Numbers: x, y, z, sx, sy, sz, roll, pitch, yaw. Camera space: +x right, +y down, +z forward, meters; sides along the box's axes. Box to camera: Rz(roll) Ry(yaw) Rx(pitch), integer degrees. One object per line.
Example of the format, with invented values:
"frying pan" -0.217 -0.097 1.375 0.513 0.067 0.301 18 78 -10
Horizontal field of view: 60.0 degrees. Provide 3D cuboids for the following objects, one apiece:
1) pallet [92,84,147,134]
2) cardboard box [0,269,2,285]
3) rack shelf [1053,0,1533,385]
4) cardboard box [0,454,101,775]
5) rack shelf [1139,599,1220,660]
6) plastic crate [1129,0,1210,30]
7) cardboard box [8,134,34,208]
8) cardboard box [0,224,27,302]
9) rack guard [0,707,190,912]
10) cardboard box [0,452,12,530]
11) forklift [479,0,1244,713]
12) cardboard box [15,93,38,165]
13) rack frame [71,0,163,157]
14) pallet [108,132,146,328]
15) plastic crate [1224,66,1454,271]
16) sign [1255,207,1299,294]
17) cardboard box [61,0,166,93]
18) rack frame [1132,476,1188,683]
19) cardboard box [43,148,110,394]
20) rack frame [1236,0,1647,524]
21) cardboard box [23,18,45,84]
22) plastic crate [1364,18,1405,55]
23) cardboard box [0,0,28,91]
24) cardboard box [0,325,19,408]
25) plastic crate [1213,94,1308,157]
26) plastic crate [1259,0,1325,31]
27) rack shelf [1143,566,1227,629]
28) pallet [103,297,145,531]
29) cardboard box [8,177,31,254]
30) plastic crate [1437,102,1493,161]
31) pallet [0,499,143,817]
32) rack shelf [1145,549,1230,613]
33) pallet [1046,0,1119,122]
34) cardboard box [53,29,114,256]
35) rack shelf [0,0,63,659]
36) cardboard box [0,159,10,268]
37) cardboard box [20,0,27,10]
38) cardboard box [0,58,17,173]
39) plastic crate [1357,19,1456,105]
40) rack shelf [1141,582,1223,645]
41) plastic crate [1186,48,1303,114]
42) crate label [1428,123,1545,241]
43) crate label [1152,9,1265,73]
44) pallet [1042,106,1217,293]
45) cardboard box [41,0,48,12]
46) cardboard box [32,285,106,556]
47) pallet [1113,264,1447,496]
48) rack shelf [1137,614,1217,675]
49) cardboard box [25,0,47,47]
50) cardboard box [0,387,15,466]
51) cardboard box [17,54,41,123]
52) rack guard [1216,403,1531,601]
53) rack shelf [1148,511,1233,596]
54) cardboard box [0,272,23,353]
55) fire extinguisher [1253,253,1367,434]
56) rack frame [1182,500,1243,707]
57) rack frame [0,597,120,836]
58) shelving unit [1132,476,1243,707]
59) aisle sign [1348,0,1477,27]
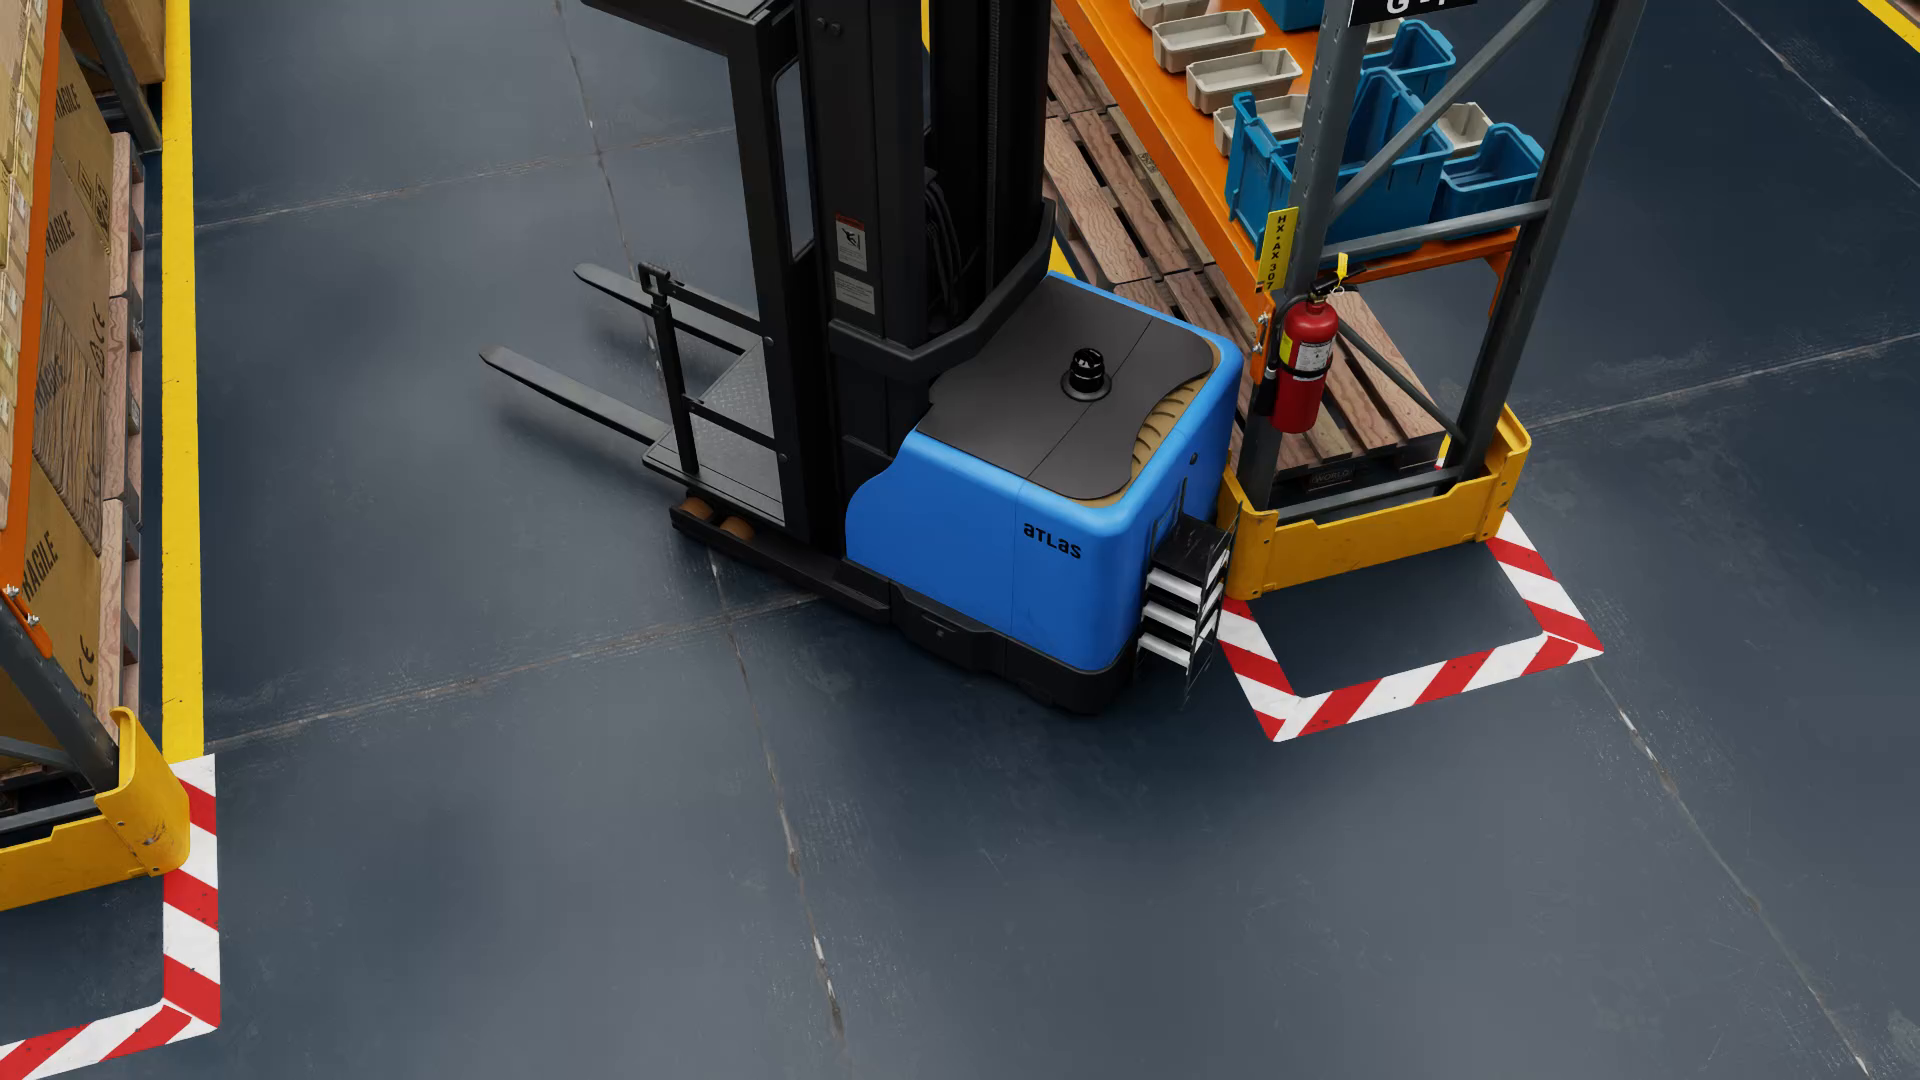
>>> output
"pallet" -4.697 -2.443 8.461 1.003 0.211 1.213 -13 51 -11
"cardboard box" -3.258 -0.711 5.081 0.500 0.250 0.500 -14 51 -11
"rack shelf" 0.926 -2.223 6.922 1.077 0.370 4.000 -13 51 -11
"cardboard box" -3.480 0.226 5.502 0.875 0.875 0.875 -13 51 -11
"rack shelf" 0.781 0.276 5.880 0.200 0.077 0.258 25 54 20
"plastic crate" 0.820 -2.108 6.488 0.298 0.136 0.250 -13 51 -11
"cardboard box" -3.460 -1.250 5.796 0.380 0.149 0.250 -14 51 -12
"cardboard box" -3.310 -0.877 5.481 0.380 0.149 0.250 -14 51 -12
"rack guard" -3.207 0.949 5.412 1.175 0.500 0.348 -13 51 -11
"cardboard box" -3.004 -0.127 4.849 0.380 0.149 0.250 -13 51 -11
"forklift" -0.535 -1.193 5.628 3.031 2.935 1.130 25 54 20
"cardboard box" -3.539 -1.441 5.957 0.380 0.149 0.250 -13 51 -10
"rack frame" -4.397 -2.795 6.934 1.000 3.000 0.127 -13 51 -11
"pallet" -4.247 -1.323 7.517 1.003 0.211 1.213 -13 51 -11
"plastic crate" 1.240 -1.227 5.550 0.616 0.435 0.499 -13 51 -11
"sign" 0.997 -0.910 5.238 0.100 0.325 0.005 -13 51 -11
"cardboard box" -4.605 -2.709 7.976 1.225 0.875 0.875 -13 51 -11
"rack frame" 0.694 0.156 5.820 0.006 0.900 0.240 25 54 20
"cardboard box" -4.012 -1.088 6.610 0.875 0.875 0.875 -13 51 -11
"rack frame" 1.517 -0.994 5.415 1.000 3.000 0.127 -13 51 -11
"cardboard box" -3.689 -1.814 6.271 0.380 0.149 0.250 -12 51 -10
"plastic crate" 1.542 -1.931 6.339 0.250 0.136 0.298 -13 51 -11
"cardboard box" -3.709 -1.830 6.024 0.500 0.250 0.500 -12 51 -10
"cardboard box" -3.157 -0.501 5.164 0.380 0.149 0.250 -14 51 -12
"plastic crate" 1.103 -1.483 5.961 0.396 0.136 0.243 -13 51 -11
"plastic crate" 1.369 -2.175 6.482 0.416 0.233 0.300 -13 51 -11
"rack shelf" 0.781 0.160 5.742 0.200 0.077 0.258 25 54 20
"pallet" -3.883 -0.431 6.765 1.003 0.211 1.213 -13 51 -11
"cardboard box" -3.386 -1.065 5.640 0.380 0.149 0.250 -14 51 -11
"plastic crate" 1.743 -1.436 5.921 0.250 0.136 0.298 -13 51 -11
"pallet" -3.525 0.459 6.015 1.003 0.211 1.213 -13 51 -11
"rack shelf" 0.781 0.102 5.674 0.200 0.077 0.258 25 54 20
"pallet" 0.589 -2.488 8.499 1.003 0.211 1.213 -13 51 -11
"cardboard box" -4.278 -1.746 7.164 0.875 0.875 0.875 -13 51 -11
"rack shelf" -3.806 -1.103 5.978 1.077 0.370 4.000 -13 51 -11
"cardboard box" -3.403 -1.079 5.391 0.500 0.250 0.500 -15 51 -12
"cardboard box" -3.860 -2.202 6.338 0.500 0.250 0.500 -12 51 -10
"cardboard box" -3.563 -1.459 5.711 0.500 0.250 0.500 -14 51 -12
"plastic crate" 1.564 -1.695 6.077 0.416 0.233 0.300 -13 51 -11
"rack shelf" 0.781 0.218 5.811 0.200 0.077 0.258 25 54 20
"plastic crate" 1.031 -1.698 6.142 0.396 0.136 0.243 -13 51 -11
"crate label" 1.759 -1.214 5.671 0.416 0.233 0.303 -13 51 -11
"crate label" 0.926 -1.896 6.309 0.396 0.136 0.243 -13 51 -11
"pallet" 0.953 -1.595 7.747 1.003 0.211 1.213 -13 51 -11
"cardboard box" -3.842 -2.190 6.588 0.380 0.149 0.250 -14 51 -12
"cardboard box" -3.749 -0.438 6.062 0.875 0.875 0.875 -13 51 -11
"pallet" 1.310 -0.706 6.997 1.003 0.211 1.213 -13 51 -11
"rack shelf" 0.781 0.334 5.949 0.200 0.077 0.258 25 54 20
"cardboard box" -3.766 -2.002 6.430 0.380 0.149 0.250 -12 51 -10
"cardboard box" -3.081 -0.314 5.007 0.380 0.149 0.250 -14 51 -12
"cardboard box" -3.614 -1.627 6.114 0.380 0.149 0.250 -14 51 -12
"rack guard" 1.537 -0.173 6.359 1.175 0.500 0.348 -13 51 -11
"rack shelf" 0.781 0.044 5.605 0.200 0.077 0.258 25 54 20
"cardboard box" -3.235 -0.691 5.325 0.380 0.149 0.250 -14 51 -12
"fire extinguisher" 1.128 -0.636 5.408 0.296 0.674 0.183 -13 51 -11
"rack frame" 0.868 0.236 5.752 0.006 0.900 0.240 25 54 20
"rack frame" -3.214 0.126 4.471 1.000 3.000 0.127 -13 51 -11
"shelving unit" 0.781 0.196 5.786 0.210 0.900 0.258 25 54 20
"aisle sign" 1.259 -1.713 4.321 0.394 0.787 0.004 -13 51 -11
